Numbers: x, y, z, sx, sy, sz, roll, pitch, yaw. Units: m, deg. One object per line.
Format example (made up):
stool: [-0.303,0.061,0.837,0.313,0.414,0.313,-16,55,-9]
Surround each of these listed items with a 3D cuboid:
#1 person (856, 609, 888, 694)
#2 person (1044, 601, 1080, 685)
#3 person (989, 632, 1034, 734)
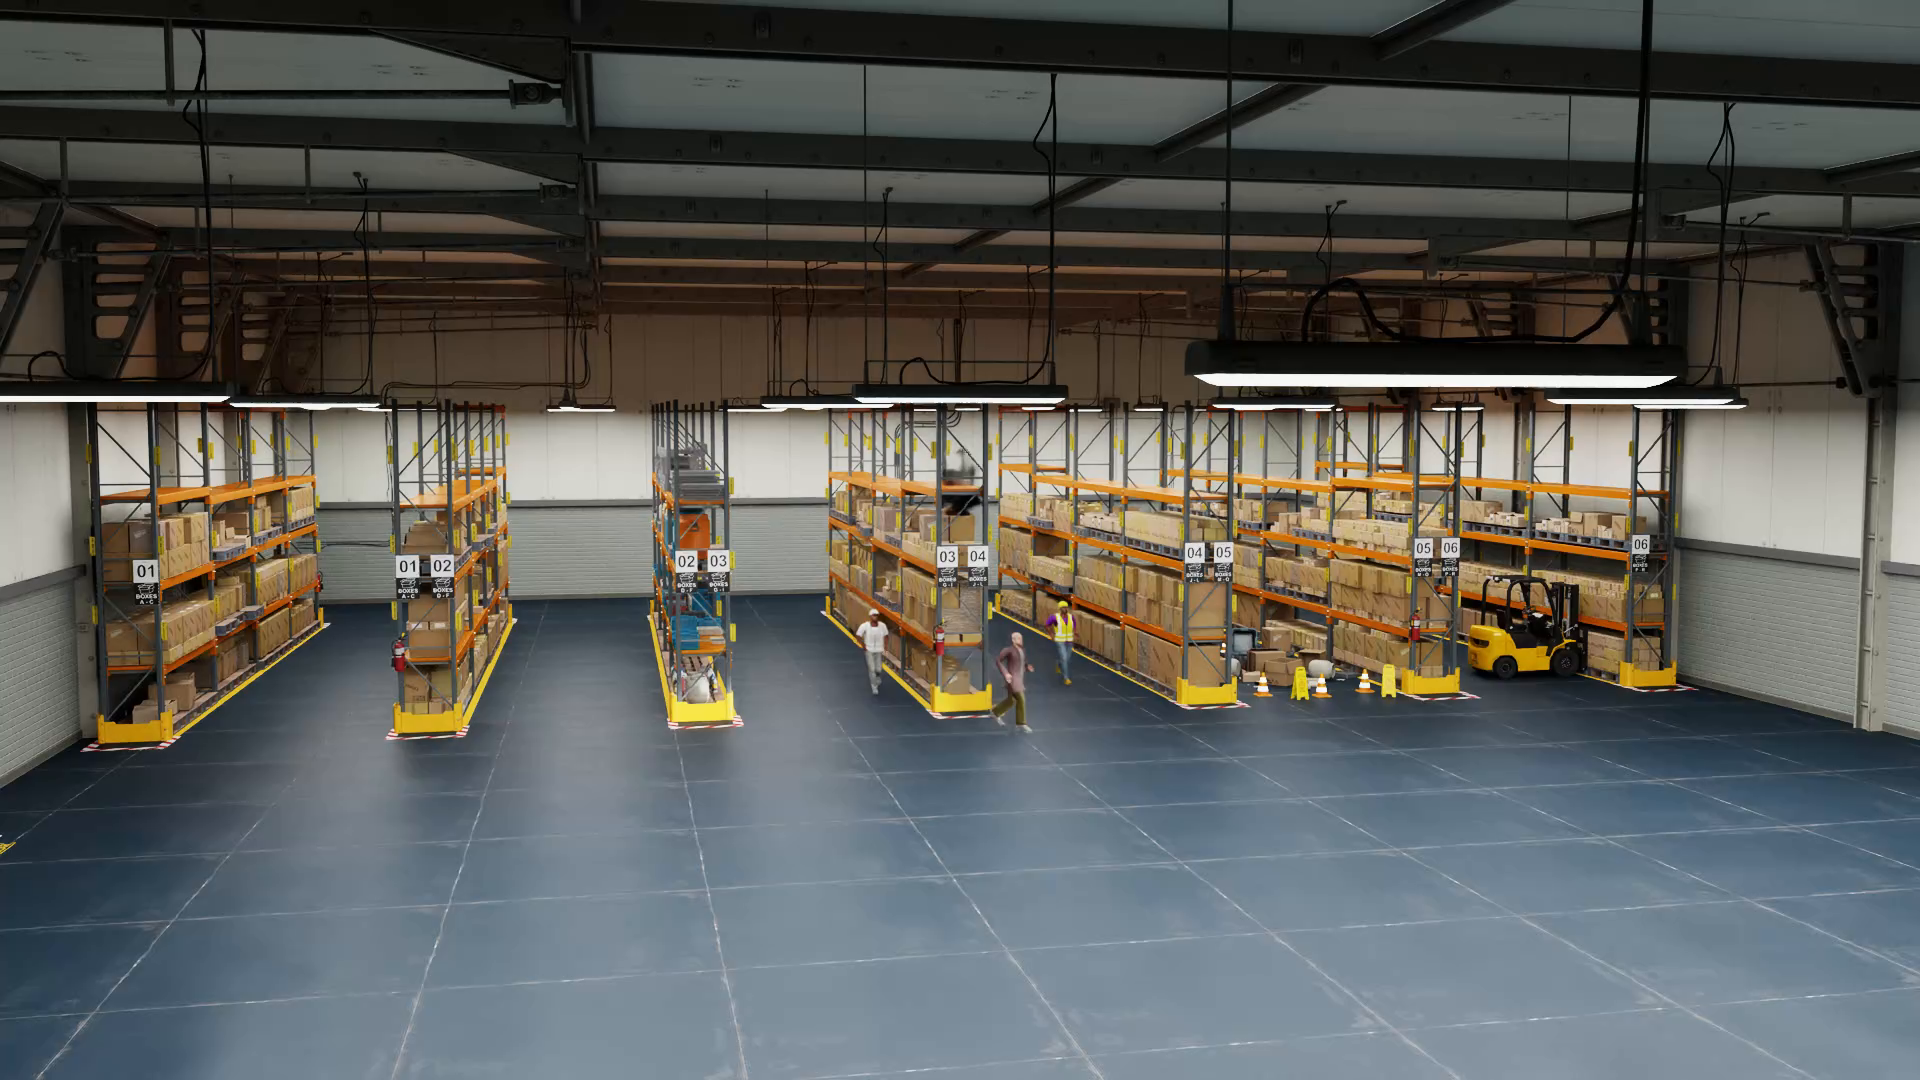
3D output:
person: [-1.806,2.280,34.297,0.692,1.739,0.661,-1,4,-15]
person: [2.194,2.178,35.578,0.700,1.762,0.881,-2,5,-24]
person: [0.941,2.559,30.162,0.962,1.807,0.687,3,5,32]
